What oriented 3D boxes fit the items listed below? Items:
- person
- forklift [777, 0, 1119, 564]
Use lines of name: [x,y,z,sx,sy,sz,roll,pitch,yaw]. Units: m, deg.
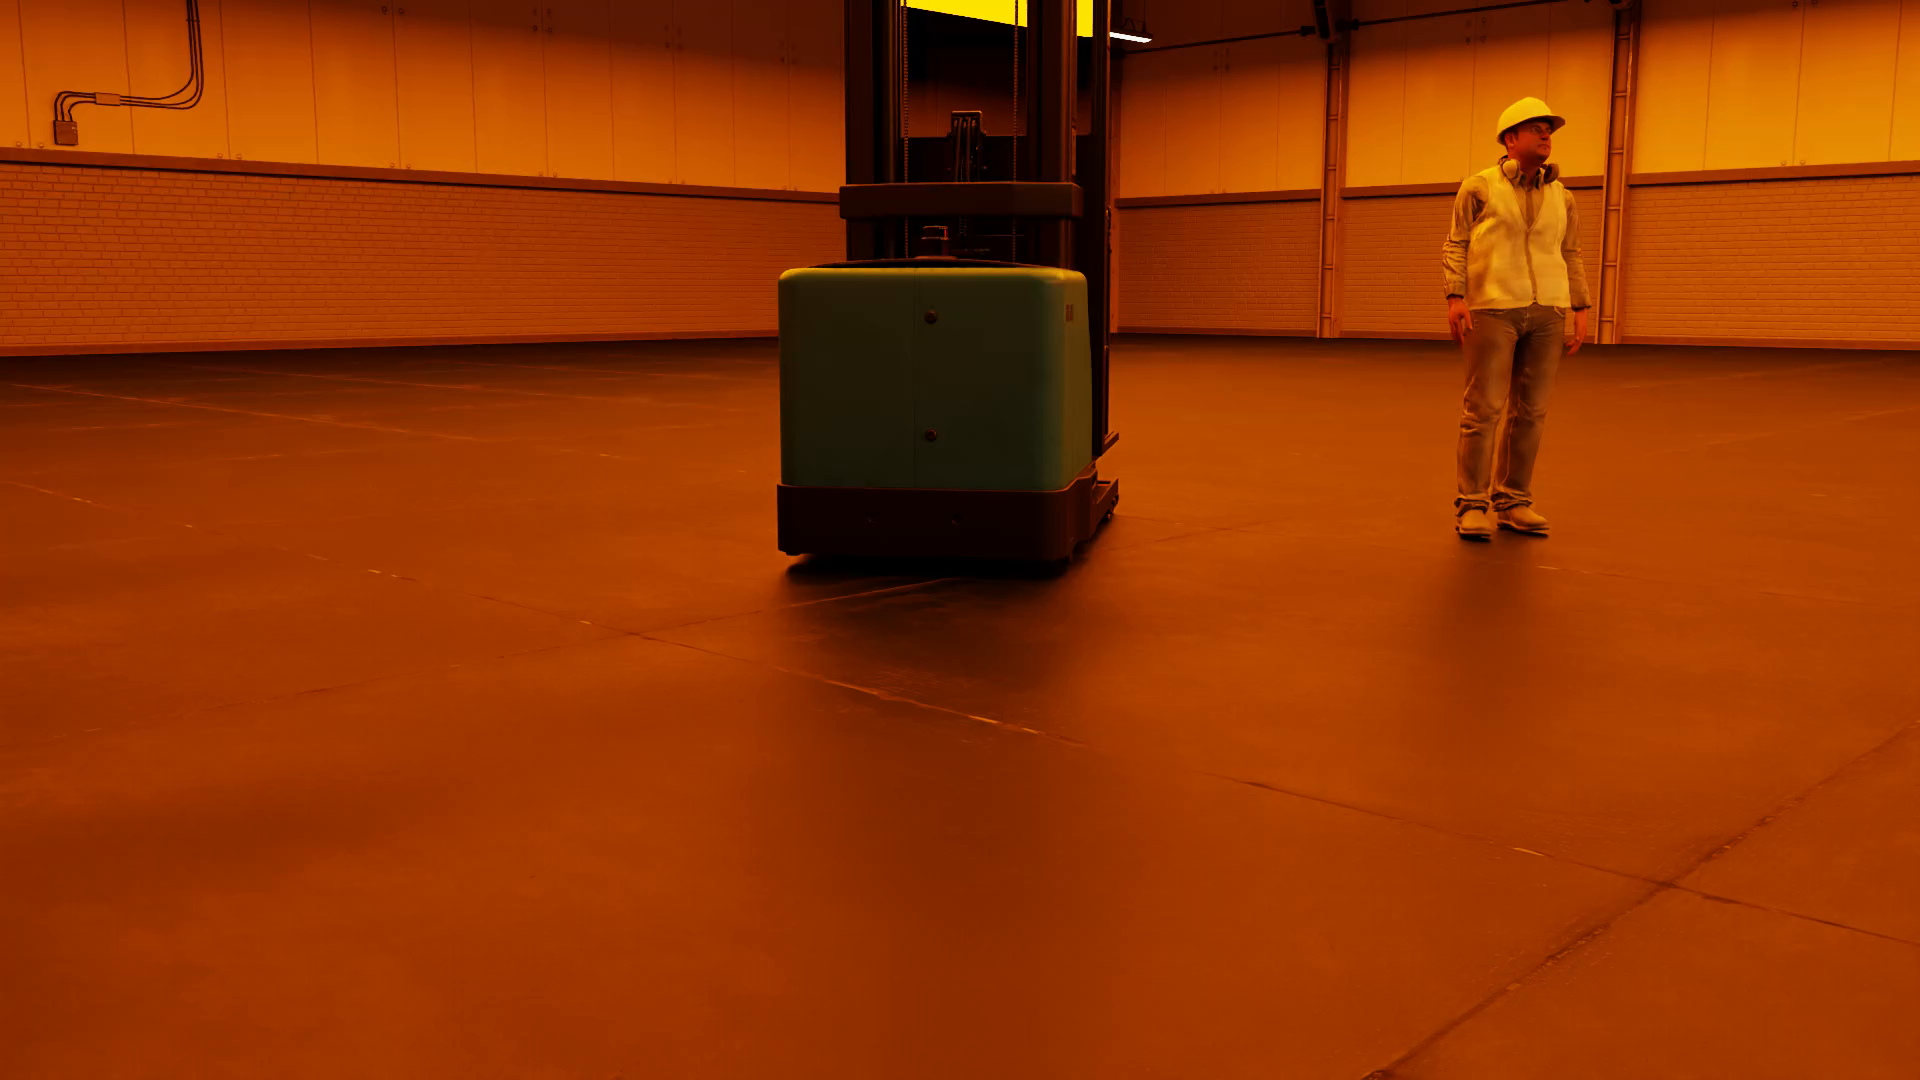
person: [2.316,-0.924,6.841,0.632,1.775,0.567,-1,9,-8]
forklift: [0.112,-1.541,7.107,1.130,2.935,3.031,2,9,10]
